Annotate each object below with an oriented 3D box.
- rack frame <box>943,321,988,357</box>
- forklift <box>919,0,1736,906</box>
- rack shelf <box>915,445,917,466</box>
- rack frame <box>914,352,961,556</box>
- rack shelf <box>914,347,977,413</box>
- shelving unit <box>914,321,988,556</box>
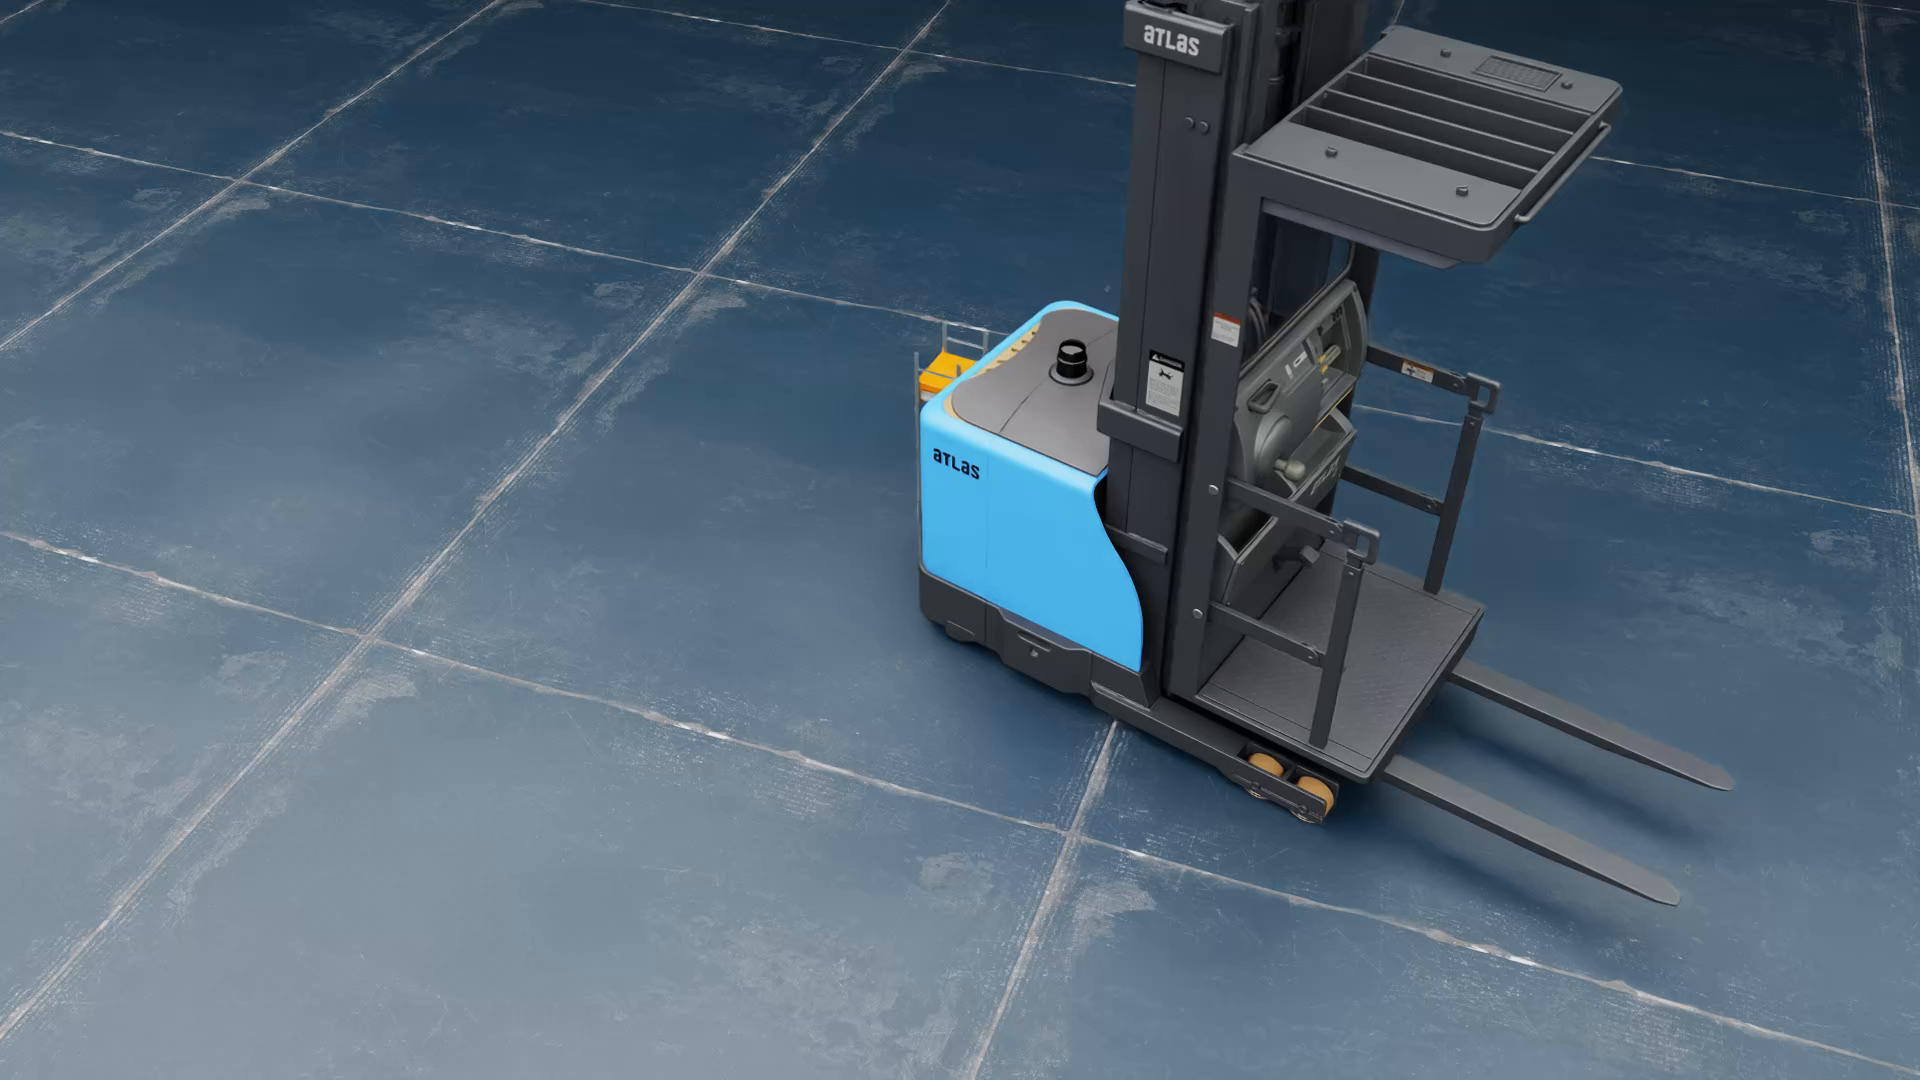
[{"bbox_3d":[0.021,-0.446,6.964,0.200,1.050,0.008,18,44,20],"label":"rack frame"},{"bbox_3d":[1.330,-0.484,5.559,3.031,2.935,1.130,25,46,26],"label":"forklift"},{"bbox_3d":[-0.033,-0.367,6.887,0.215,0.259,0.240,18,44,20],"label":"rack shelf"},{"bbox_3d":[-0.087,-0.304,6.797,0.200,1.050,0.008,18,44,20],"label":"rack frame"},{"bbox_3d":[-0.033,-0.583,6.703,0.215,0.259,0.240,18,44,20],"label":"rack shelf"},{"bbox_3d":[-0.033,-0.375,6.881,0.215,1.050,0.252,18,44,20],"label":"shelving unit"}]
